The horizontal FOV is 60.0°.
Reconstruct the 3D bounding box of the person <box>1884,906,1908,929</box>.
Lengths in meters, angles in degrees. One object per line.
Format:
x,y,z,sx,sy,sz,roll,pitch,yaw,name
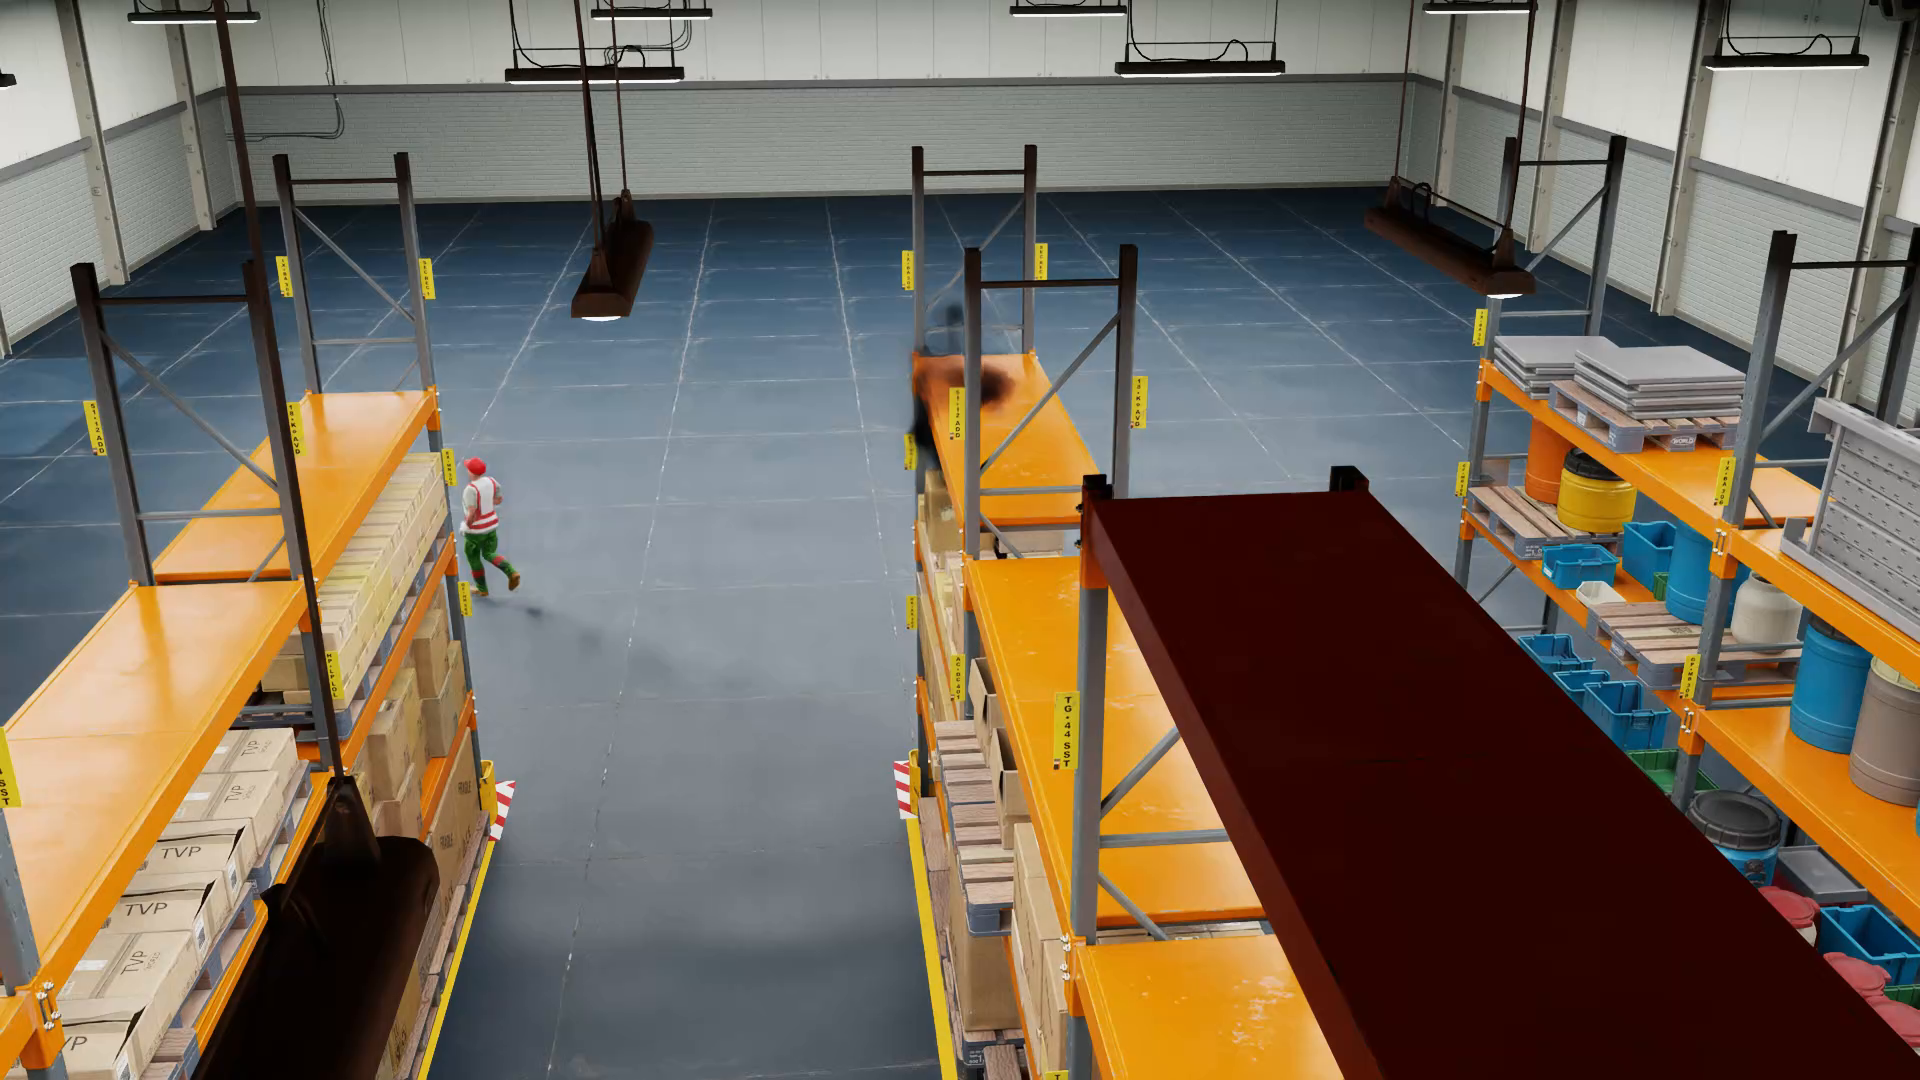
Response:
7.351,2.318,13.411,0.648,1.737,0.913,-9,23,-21,person

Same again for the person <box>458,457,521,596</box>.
-5.587,-0.133,19.581,0.782,1.757,0.663,12,24,27,person
